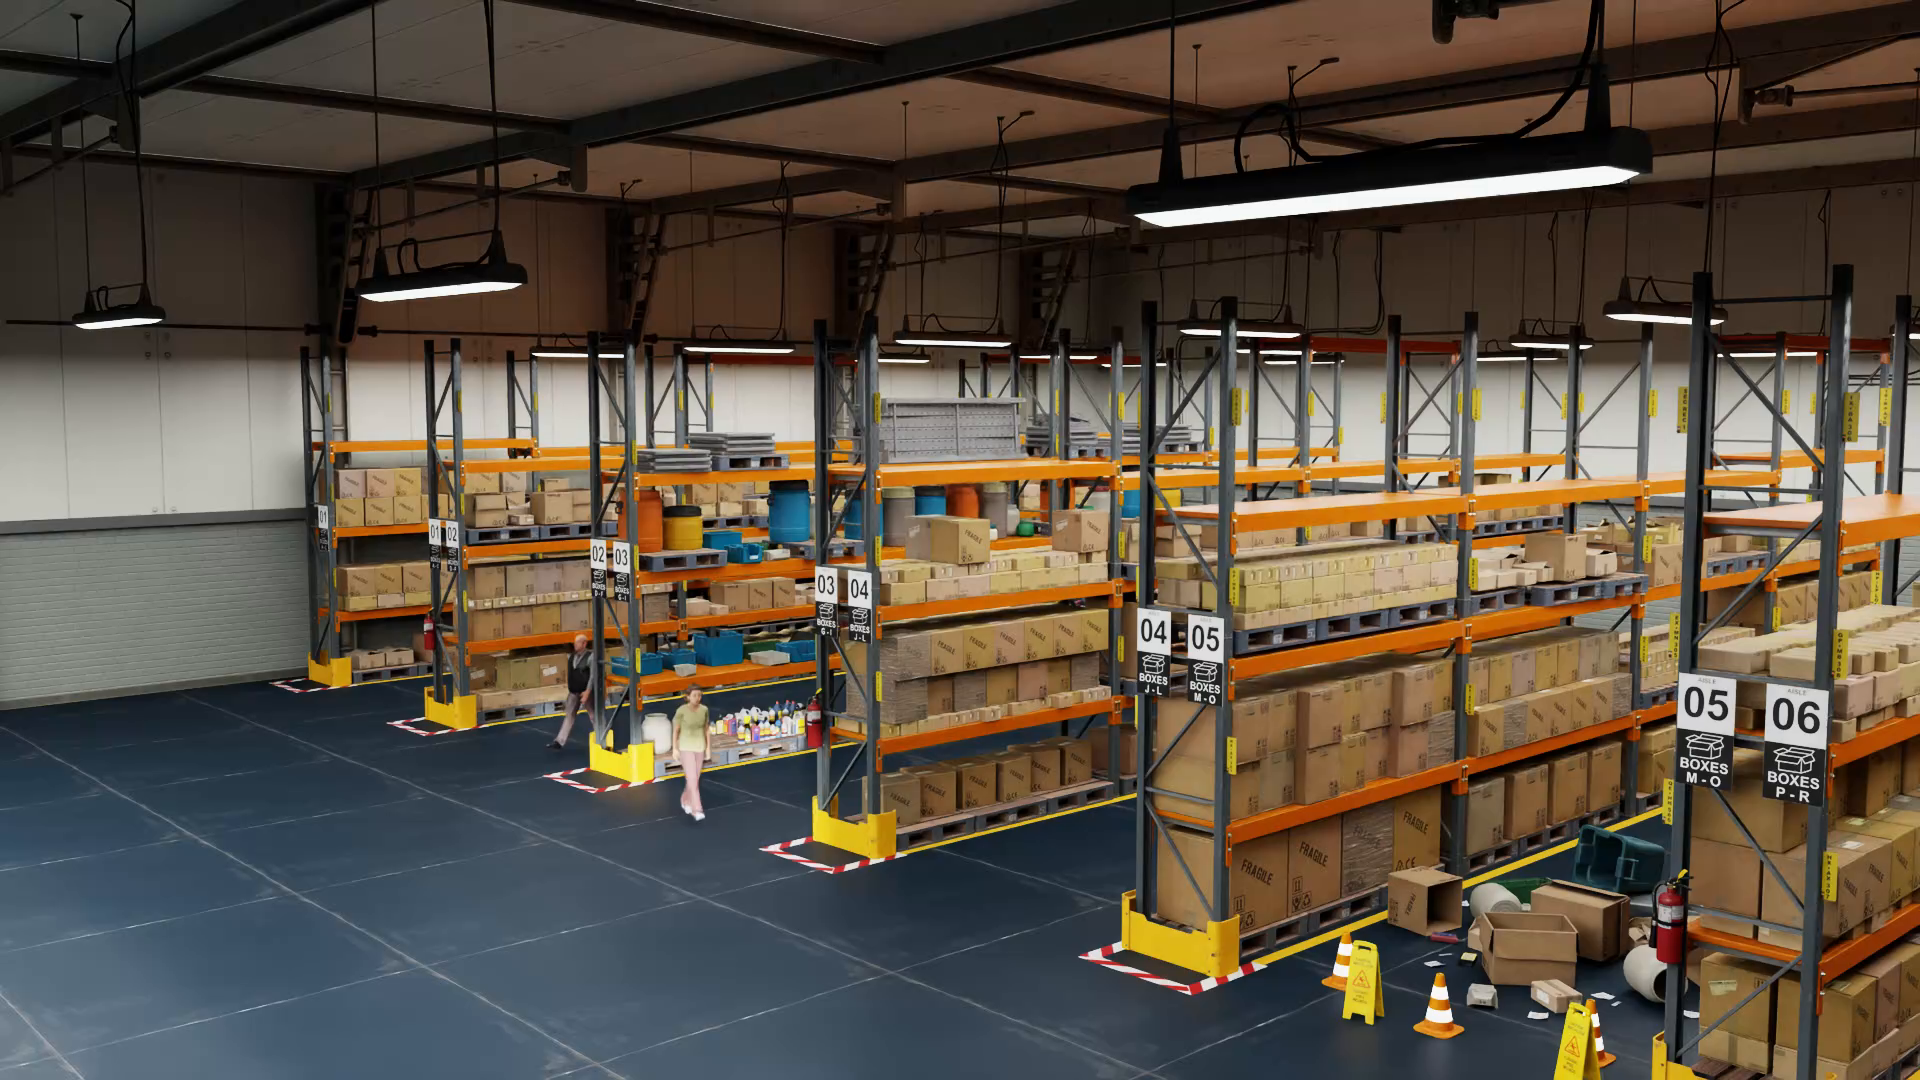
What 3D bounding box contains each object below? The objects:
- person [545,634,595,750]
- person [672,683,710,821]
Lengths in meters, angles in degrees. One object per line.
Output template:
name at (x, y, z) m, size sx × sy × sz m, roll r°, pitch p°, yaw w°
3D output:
person at (-5.499, 2.197, 24.000) m, size 0.568 × 1.660 × 1.069 m, roll 2°, pitch 5°, yaw 17°
person at (-3.222, 2.567, 20.259) m, size 0.454 × 1.643 × 0.916 m, roll -3°, pitch 6°, yaw -33°
